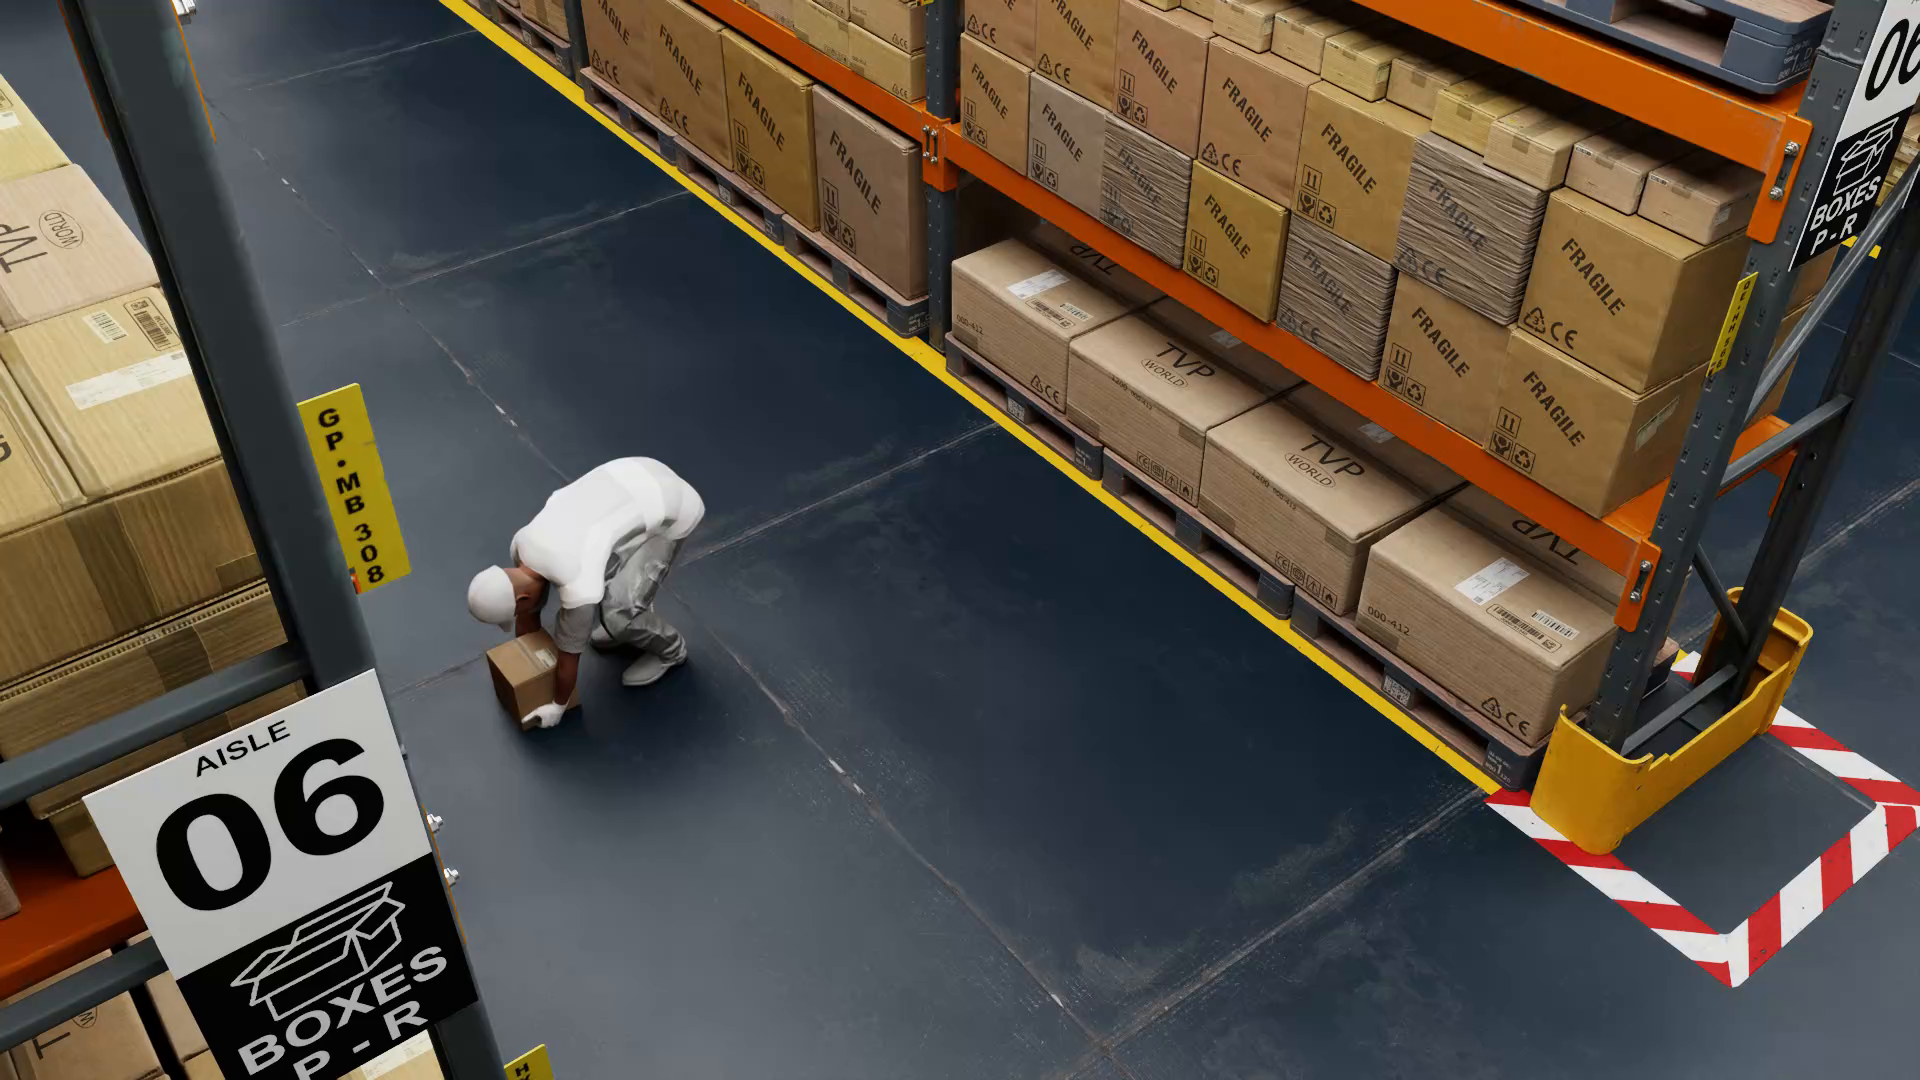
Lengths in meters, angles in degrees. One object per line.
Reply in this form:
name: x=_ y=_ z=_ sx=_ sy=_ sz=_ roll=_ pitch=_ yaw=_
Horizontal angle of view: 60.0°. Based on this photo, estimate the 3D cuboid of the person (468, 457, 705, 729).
person: x=-1.461 y=0.197 z=6.597 sx=0.986 sy=0.916 sz=0.535 roll=-28 pitch=48 yaw=-30
